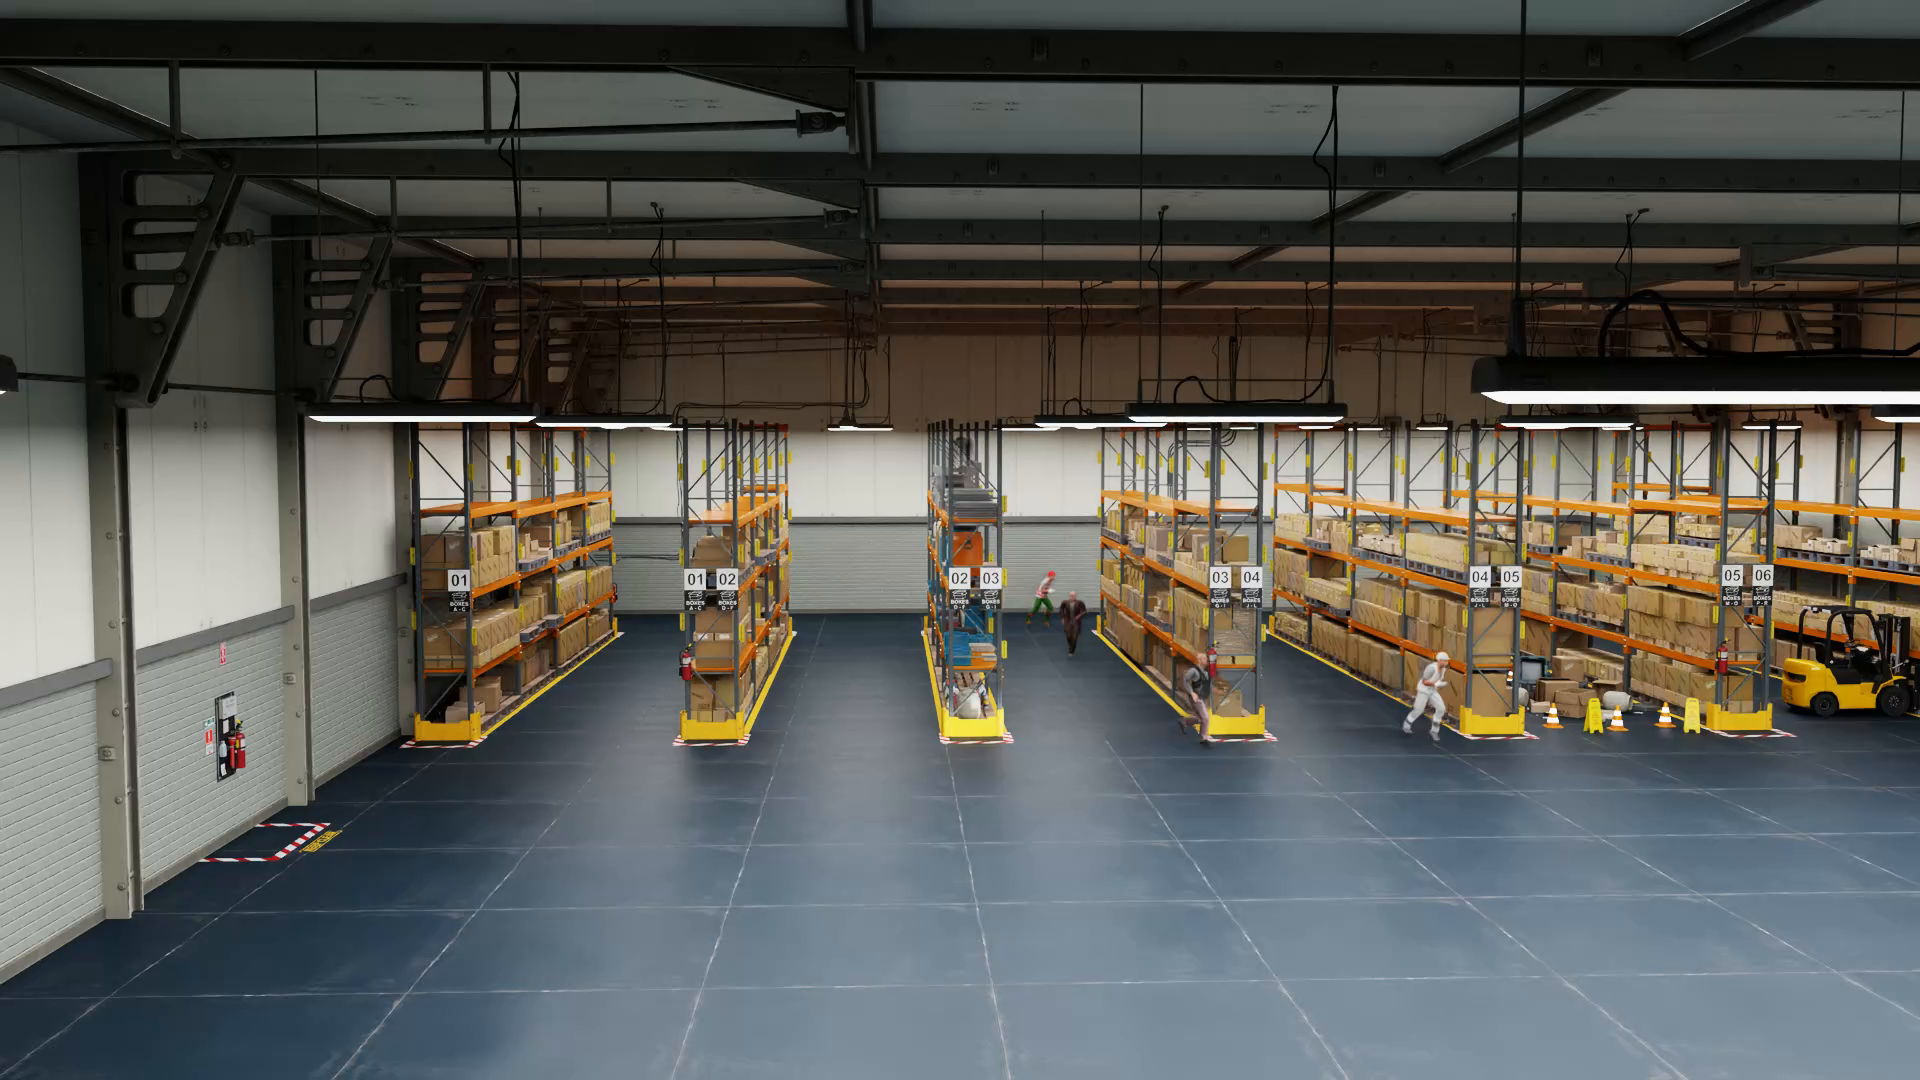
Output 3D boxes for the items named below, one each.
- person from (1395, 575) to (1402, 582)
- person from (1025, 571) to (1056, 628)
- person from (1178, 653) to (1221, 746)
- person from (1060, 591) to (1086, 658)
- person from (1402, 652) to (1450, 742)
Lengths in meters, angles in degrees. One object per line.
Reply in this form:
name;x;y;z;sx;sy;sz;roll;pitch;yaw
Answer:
person;12.943;1.774;49.070;0.661;1.601;0.586;0;4;-5
person;2.402;1.761;49.252;1.018;1.717;0.706;2;4;26
person;4.345;3.011;30.681;0.841;1.500;0.645;3;5;40
person;2.875;2.150;42.390;0.684;1.716;0.695;0;4;5
person;8.756;2.915;31.145;0.705;1.717;0.992;-3;5;-39
